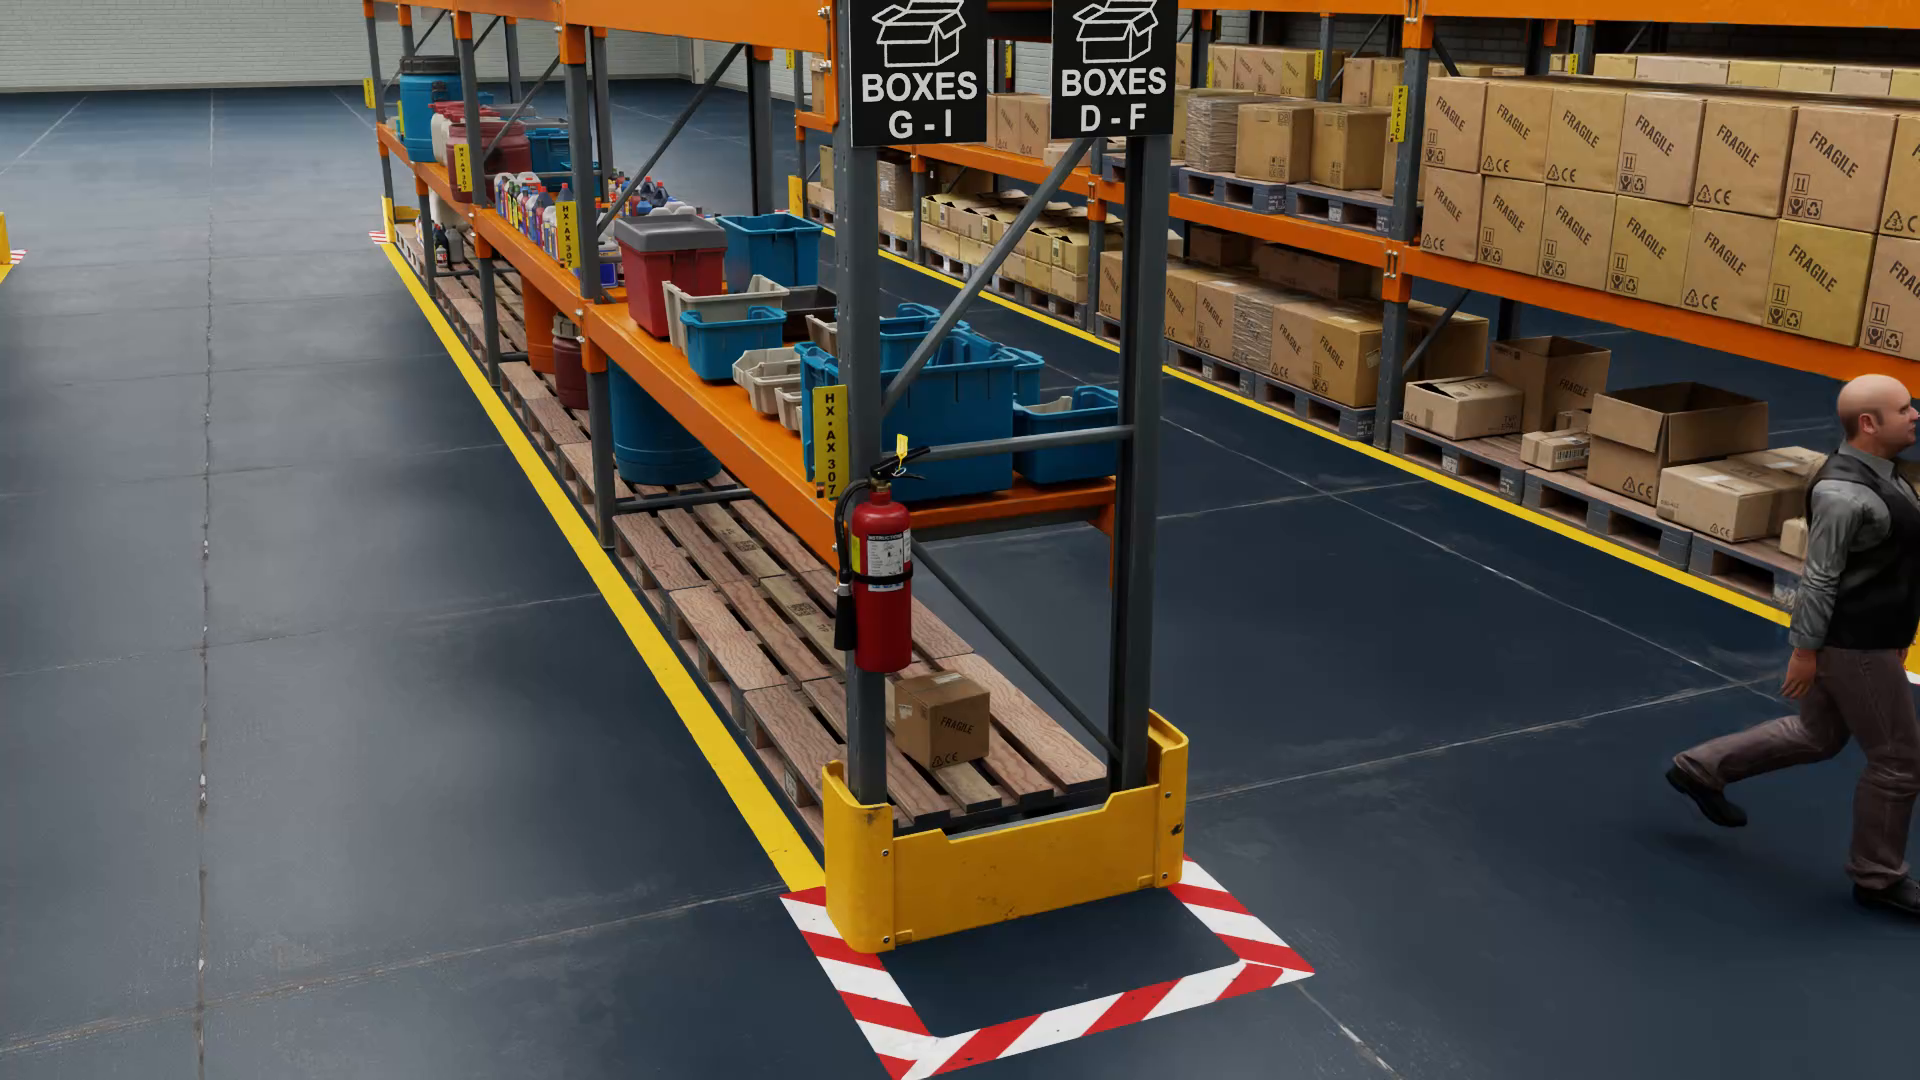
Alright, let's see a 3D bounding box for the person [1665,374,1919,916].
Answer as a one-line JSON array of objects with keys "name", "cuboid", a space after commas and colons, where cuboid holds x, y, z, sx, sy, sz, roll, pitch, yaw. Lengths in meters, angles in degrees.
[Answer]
[{"name": "person", "cuboid": [2.805, 0.297, 5.286, 0.920, 1.685, 0.536, 11, 22, 30]}]
